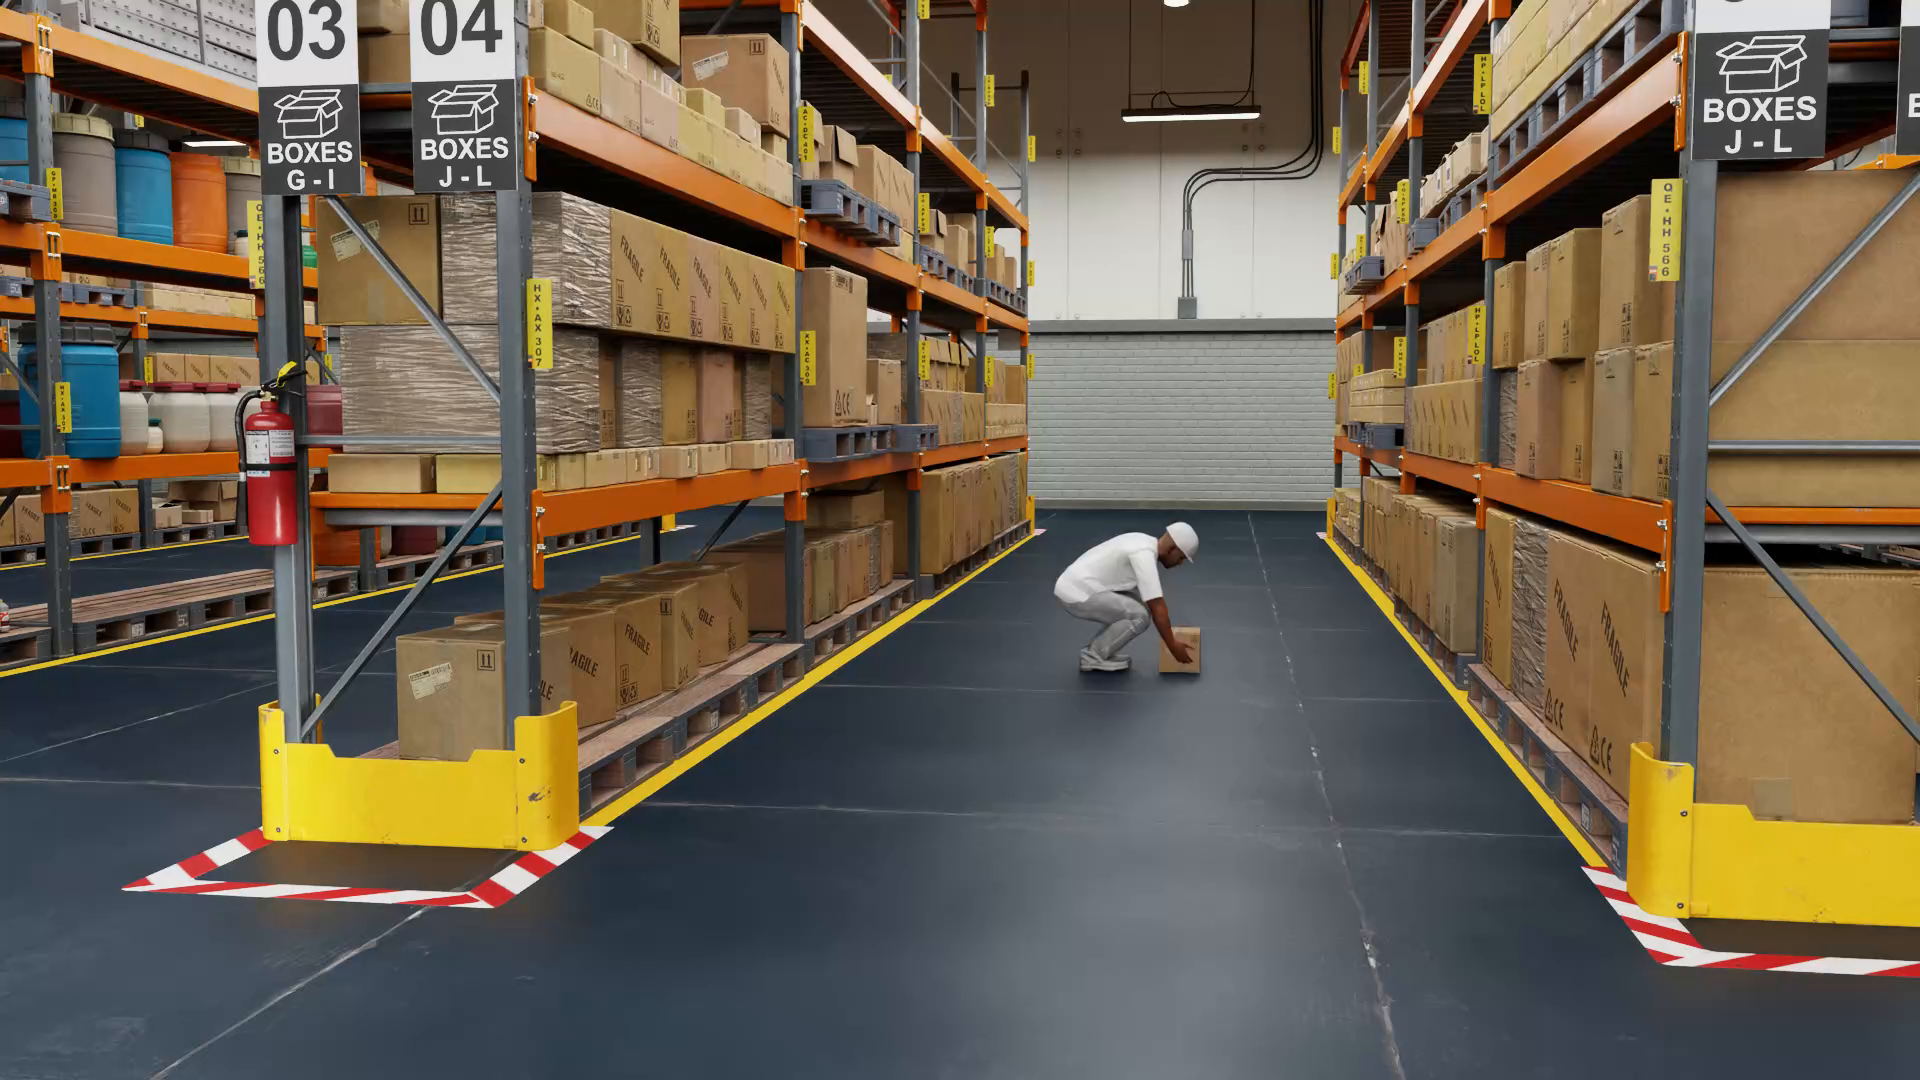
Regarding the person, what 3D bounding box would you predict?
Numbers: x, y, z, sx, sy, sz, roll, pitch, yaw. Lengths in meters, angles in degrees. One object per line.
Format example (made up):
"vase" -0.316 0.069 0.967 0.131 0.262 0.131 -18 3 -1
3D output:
"person" 1.046 0.348 10.481 0.897 0.926 0.569 1 4 9
